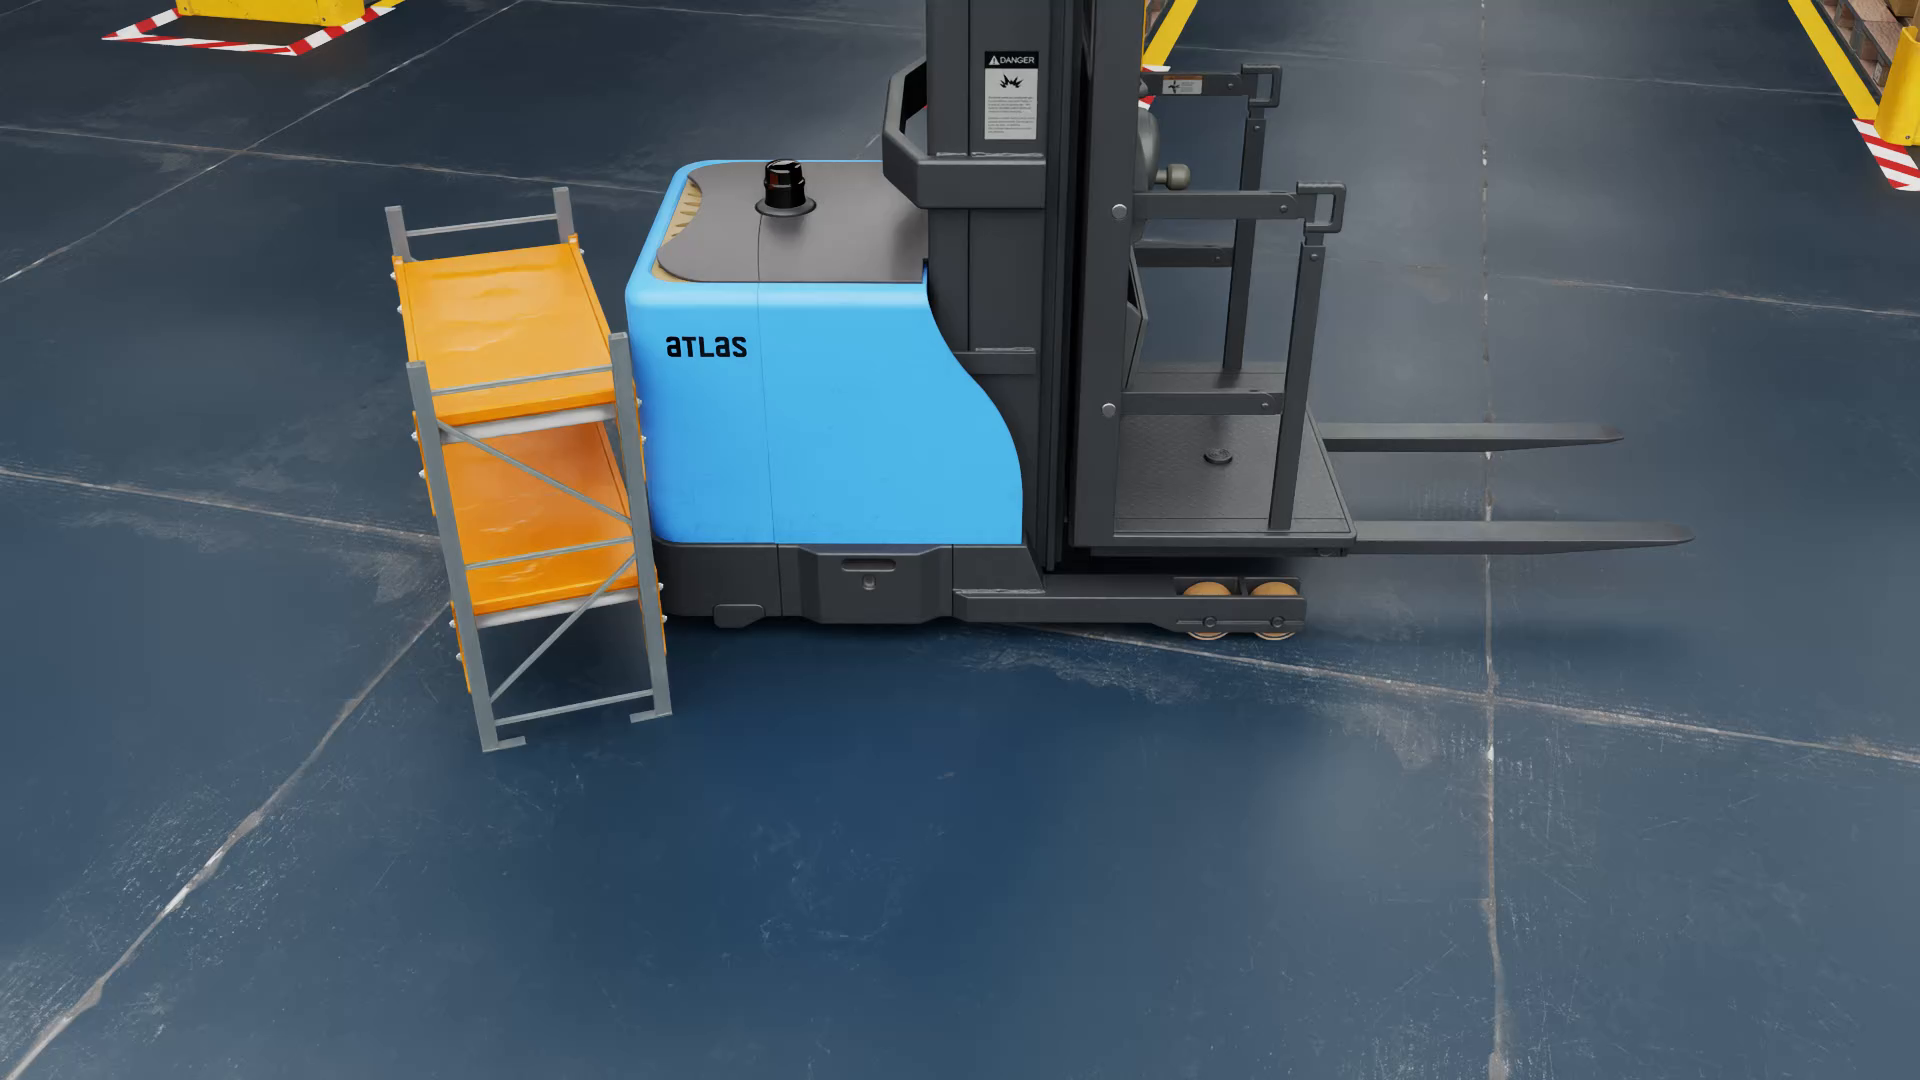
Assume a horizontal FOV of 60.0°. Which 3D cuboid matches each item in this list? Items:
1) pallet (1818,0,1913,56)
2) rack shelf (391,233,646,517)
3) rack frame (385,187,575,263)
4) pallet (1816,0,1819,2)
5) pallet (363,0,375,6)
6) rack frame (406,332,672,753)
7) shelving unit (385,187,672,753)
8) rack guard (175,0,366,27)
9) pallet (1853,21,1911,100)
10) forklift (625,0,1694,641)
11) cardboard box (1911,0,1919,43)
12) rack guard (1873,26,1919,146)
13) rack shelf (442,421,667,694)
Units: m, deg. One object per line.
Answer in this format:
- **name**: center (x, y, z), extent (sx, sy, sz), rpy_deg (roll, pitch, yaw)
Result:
- **pallet**: center (5.831, -3.150, 10.008), extent (1.003, 0.211, 1.213), rpy_deg (8, 33, 12)
- **rack shelf**: center (-1.186, -0.471, 4.396), extent (0.538, 0.278, 1.000), rpy_deg (-10, 34, -16)
- **rack frame**: center (-1.350, -0.482, 4.959), extent (0.500, 1.125, 0.032), rpy_deg (-10, 34, -16)
- **pallet**: center (6.139, -3.785, 11.007), extent (1.003, 0.211, 1.213), rpy_deg (8, 33, 12)
- **pallet**: center (-4.168, -3.816, 11.056), extent (1.003, 0.211, 1.213), rpy_deg (8, 33, 12)
- **rack frame**: center (-1.021, 0.035, 4.147), extent (0.500, 1.125, 0.032), rpy_deg (-10, 34, -16)
- **shelving unit**: center (-1.185, -0.224, 4.553), extent (0.538, 1.125, 1.048), rpy_deg (-10, 34, -16)
- **rack guard**: center (-4.327, -3.523, 10.325), extent (1.175, 0.500, 0.348), rpy_deg (8, 33, 12)
- **pallet**: center (5.519, -2.519, 9.015), extent (1.003, 0.211, 1.213), rpy_deg (8, 33, 12)
- **forklift**: center (0.628, -1.235, 4.461), extent (3.031, 2.935, 1.130), rpy_deg (0, 32, 0)
- **cardboard box**: center (5.553, -2.998, 9.109), extent (0.500, 0.500, 0.500), rpy_deg (17, 36, 25)
- **rack guard**: center (5.279, -2.224, 8.282), extent (1.175, 0.500, 0.348), rpy_deg (8, 33, 12)
- **rack shelf**: center (-1.185, -0.017, 4.684), extent (0.538, 0.278, 1.000), rpy_deg (-10, 34, -16)
